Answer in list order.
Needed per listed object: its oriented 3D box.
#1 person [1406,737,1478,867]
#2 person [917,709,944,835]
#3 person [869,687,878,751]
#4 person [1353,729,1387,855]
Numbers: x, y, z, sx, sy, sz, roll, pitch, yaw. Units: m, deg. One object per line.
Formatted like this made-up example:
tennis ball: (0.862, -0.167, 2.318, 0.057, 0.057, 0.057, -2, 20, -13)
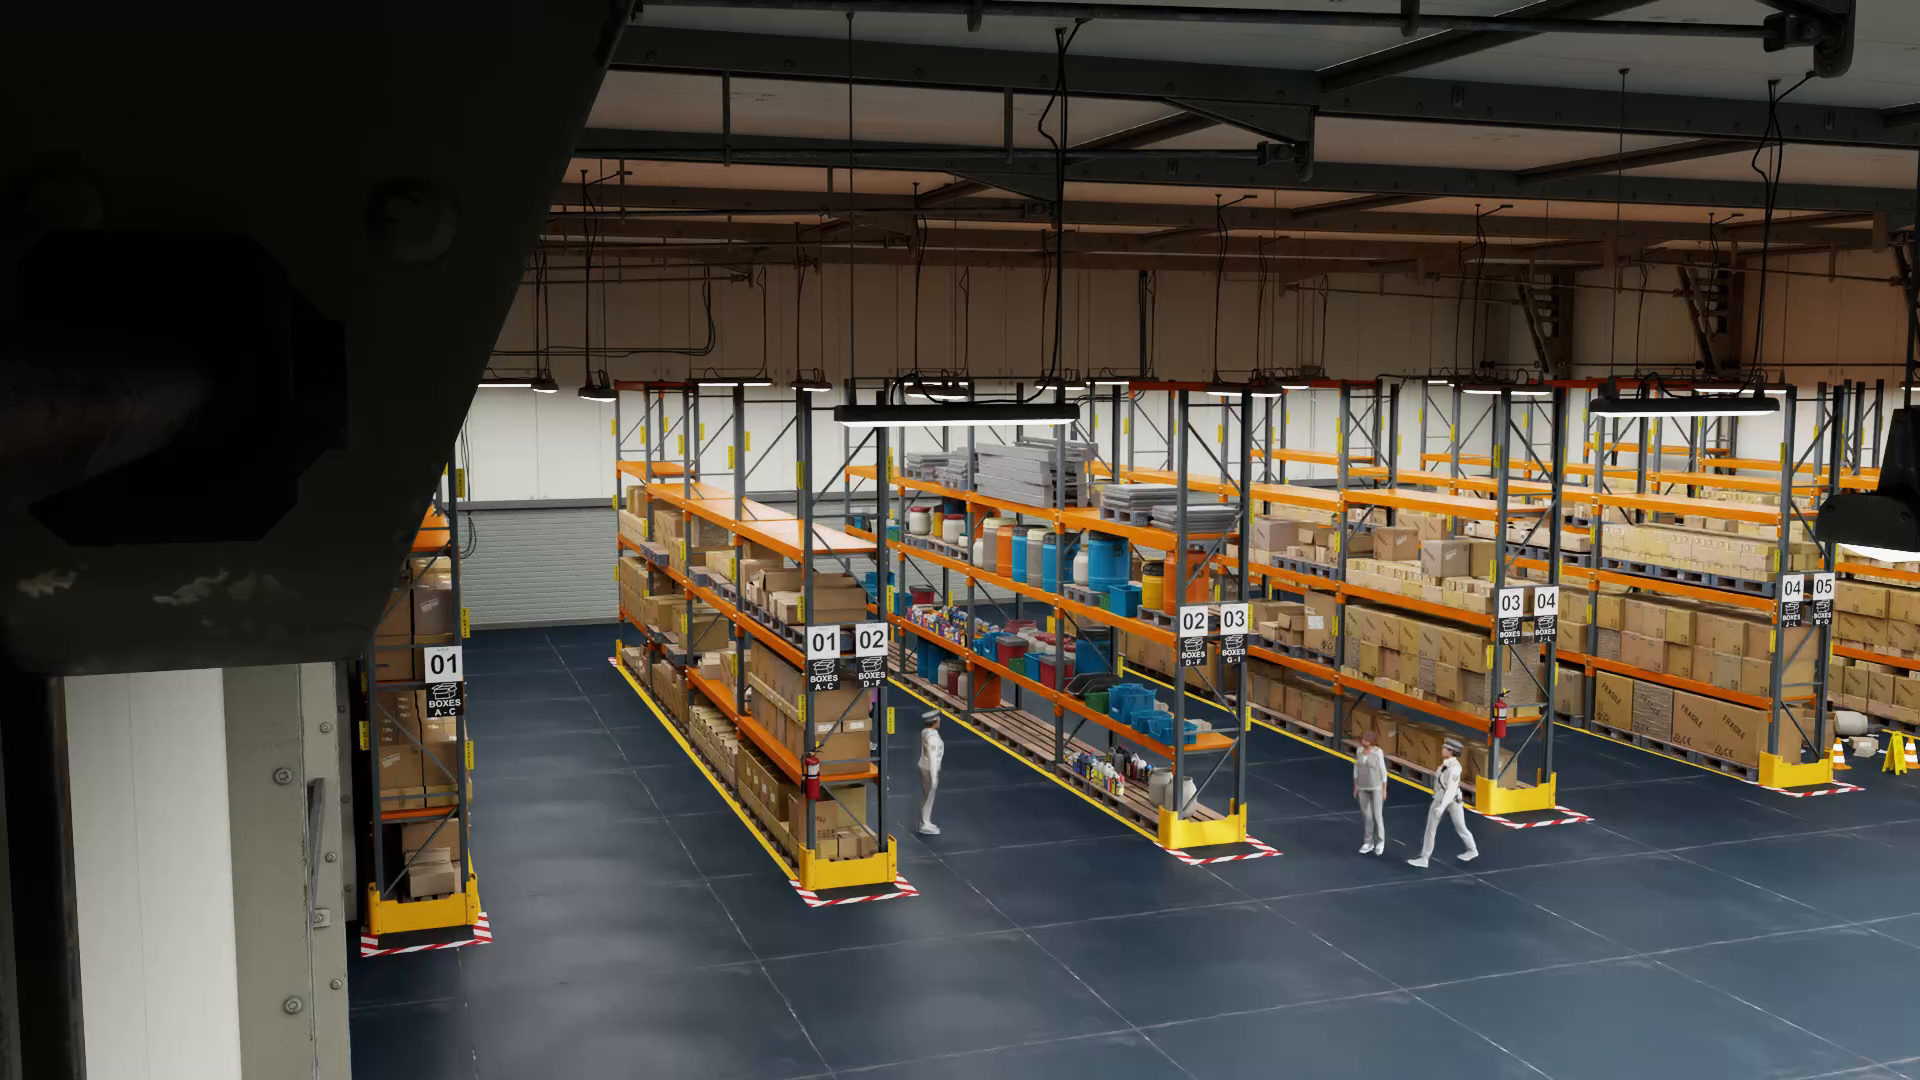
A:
person: (6.118, 3.296, 20.930, 0.991, 1.635, 0.451, -5, 8, -37)
person: (-0.392, 3.124, 22.447, 0.345, 1.689, 0.571, -1, 6, -14)
person: (-1.487, 2.650, 27.337, 0.324, 1.607, 0.521, -1, 6, -8)
person: (5.313, 3.262, 21.597, 0.459, 1.623, 0.326, 5, 8, 37)
